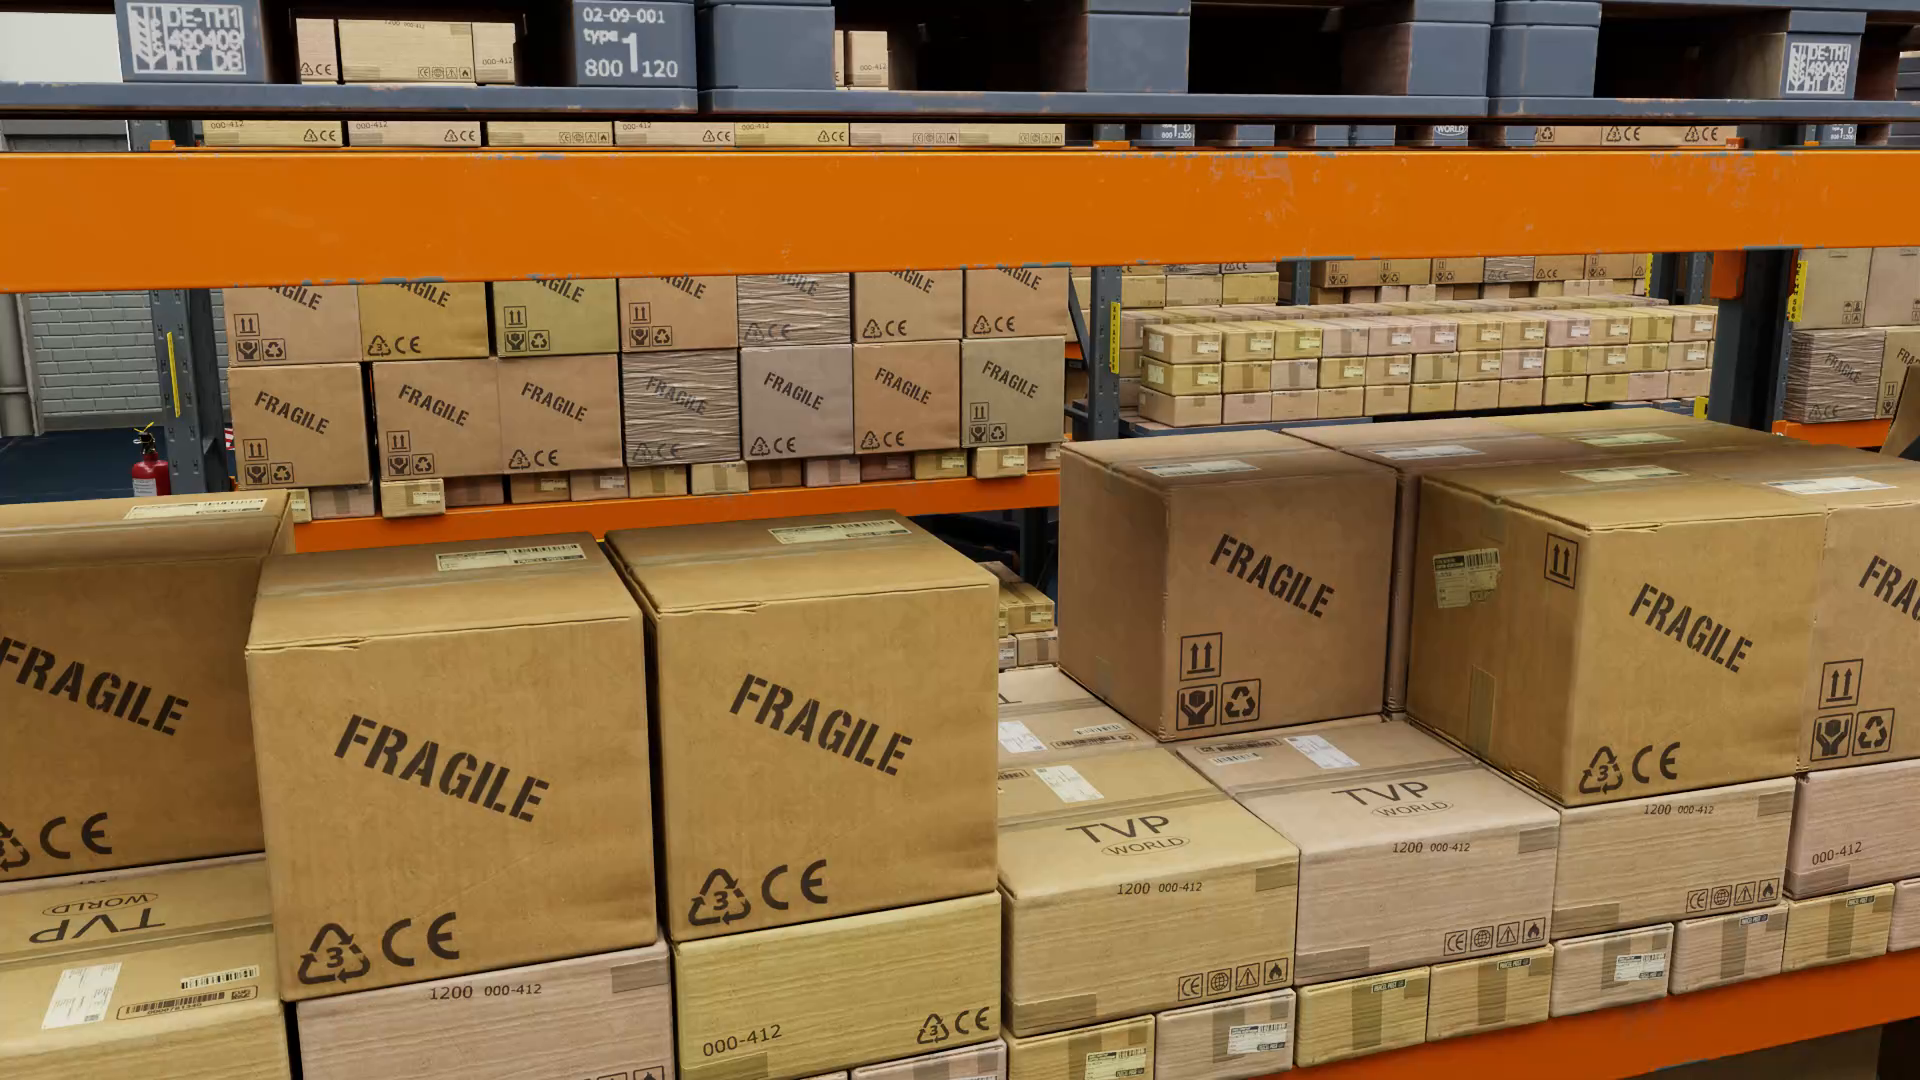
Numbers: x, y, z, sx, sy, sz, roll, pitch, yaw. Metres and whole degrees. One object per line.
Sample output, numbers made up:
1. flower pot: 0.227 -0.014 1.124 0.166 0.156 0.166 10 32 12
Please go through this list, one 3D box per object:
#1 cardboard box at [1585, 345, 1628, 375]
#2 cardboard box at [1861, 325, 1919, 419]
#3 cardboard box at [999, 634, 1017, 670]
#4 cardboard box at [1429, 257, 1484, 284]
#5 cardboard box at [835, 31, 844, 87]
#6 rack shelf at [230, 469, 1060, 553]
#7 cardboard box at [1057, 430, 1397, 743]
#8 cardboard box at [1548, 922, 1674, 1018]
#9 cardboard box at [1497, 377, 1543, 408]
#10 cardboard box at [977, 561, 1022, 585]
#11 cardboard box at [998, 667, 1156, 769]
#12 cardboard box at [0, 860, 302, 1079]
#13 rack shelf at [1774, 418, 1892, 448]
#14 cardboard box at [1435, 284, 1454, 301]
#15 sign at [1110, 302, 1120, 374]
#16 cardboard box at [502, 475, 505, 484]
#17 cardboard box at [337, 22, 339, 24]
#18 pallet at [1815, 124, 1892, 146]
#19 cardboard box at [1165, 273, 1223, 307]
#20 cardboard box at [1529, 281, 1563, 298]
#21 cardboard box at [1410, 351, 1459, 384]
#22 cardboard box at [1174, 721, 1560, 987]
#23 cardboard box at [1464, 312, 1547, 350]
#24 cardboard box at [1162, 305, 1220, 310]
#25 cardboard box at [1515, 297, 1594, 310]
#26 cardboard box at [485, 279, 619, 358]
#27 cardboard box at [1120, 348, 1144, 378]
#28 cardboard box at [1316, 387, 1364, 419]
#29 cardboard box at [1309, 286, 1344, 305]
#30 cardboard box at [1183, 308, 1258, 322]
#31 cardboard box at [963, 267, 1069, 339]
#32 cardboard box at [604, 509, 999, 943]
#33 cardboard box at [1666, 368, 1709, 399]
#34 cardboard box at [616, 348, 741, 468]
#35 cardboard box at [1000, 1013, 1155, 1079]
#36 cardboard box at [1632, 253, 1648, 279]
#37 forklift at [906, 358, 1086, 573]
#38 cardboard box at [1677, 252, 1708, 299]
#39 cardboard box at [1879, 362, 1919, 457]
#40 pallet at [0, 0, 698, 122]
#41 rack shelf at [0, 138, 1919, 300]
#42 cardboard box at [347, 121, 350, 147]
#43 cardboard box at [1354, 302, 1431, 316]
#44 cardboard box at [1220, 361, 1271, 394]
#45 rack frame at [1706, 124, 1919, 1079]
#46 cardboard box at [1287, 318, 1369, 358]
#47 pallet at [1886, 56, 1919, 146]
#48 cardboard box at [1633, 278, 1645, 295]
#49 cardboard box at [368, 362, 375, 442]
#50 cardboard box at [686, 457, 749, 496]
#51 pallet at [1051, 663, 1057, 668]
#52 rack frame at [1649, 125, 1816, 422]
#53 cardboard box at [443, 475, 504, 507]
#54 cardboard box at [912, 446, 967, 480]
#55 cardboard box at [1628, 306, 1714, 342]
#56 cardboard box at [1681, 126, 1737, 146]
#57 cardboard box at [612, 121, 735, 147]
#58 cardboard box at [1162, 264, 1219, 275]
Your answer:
1. cardboard box: 3.270 -0.967 8.721 0.250 0.149 0.380 -4 14 -18
2. cardboard box: 5.324 -0.996 9.633 0.500 0.500 0.500 -5 14 -19
3. cardboard box: 0.090 0.513 8.113 0.250 0.149 0.380 -5 14 -21
4. cardboard box: 4.150 -2.474 14.297 0.500 0.500 0.500 -4 14 -17
5. cardboard box: -0.806 -2.105 7.270 0.500 0.250 0.500 -4 14 -16
6. rack shelf: -1.356 -0.143 7.815 4.000 0.370 1.077 -4 14 -18
7. cardboard box: 0.530 0.072 3.419 0.500 0.500 0.500 -5 14 -20
8. cardboard box: 1.110 0.729 3.141 0.250 0.149 0.380 -4 14 -17
9. cardboard box: 2.793 -0.787 8.604 0.250 0.149 0.380 -4 14 -16
10. cardboard box: 0.147 0.233 8.649 0.250 0.149 0.380 -4 14 -16
11. cardboard box: 0.065 0.470 3.365 0.500 0.250 0.500 -4 14 -18
12. cardboard box: -1.224 0.702 2.389 0.500 0.250 0.500 -5 14 -20
13. rack shelf: 6.226 -0.733 10.297 4.000 0.370 1.077 -4 14 -18
14. cardboard box: 4.047 -2.153 14.348 0.250 0.149 0.380 -4 14 -15
15. sign: 0.720 -0.943 7.754 0.005 0.325 0.100 -4 14 -18
16. cardboard box: -2.058 -0.378 7.791 0.250 0.149 0.380 -5 14 -21
17. cardboard box: -2.772 -2.259 7.057 0.250 0.149 0.380 -4 14 -17
18. pallet: 4.924 -2.362 9.517 1.003 0.211 1.213 -4 14 -15
19. cardboard box: 1.794 -2.054 13.539 0.500 0.250 0.500 -5 14 -20
20. cardboard box: 5.076 -2.220 14.630 0.250 0.149 0.380 -4 14 -18
21. cardboard box: 2.302 -0.893 8.408 0.250 0.149 0.380 -5 14 -19
22. cardboard box: 0.718 0.550 3.030 0.500 0.250 0.500 -4 14 -17
23. cardboard box: 2.786 -1.075 8.531 0.250 0.149 0.380 -4 14 -15
24. cardboard box: 1.781 -1.805 13.574 0.500 0.250 0.500 -4 14 -17
25. cardboard box: 3.343 -1.278 9.382 0.250 0.149 0.380 -5 14 -18
26. cardboard box: -1.765 -1.072 7.147 0.500 0.500 0.500 -5 14 -19
27. cardboard box: 0.854 -0.940 8.604 0.250 0.149 0.380 -4 14 -16
28. cardboard box: 1.797 -0.708 8.273 0.250 0.149 0.380 -4 14 -18
29. cardboard box: 3.024 -2.079 14.036 0.250 0.149 0.380 -5 14 -21
30. cardboard box: 1.358 -1.123 8.731 0.250 0.149 0.380 -5 14 -20
31. cardboard box: 0.181 -1.226 7.795 0.500 0.500 0.500 -5 14 -20
32. cardboard box: -0.261 0.261 2.624 0.500 0.500 0.500 -5 14 -20
33. cardboard box: 3.774 -0.862 8.922 0.250 0.149 0.380 -4 14 -18
34. cardboard box: -1.289 -0.628 7.443 0.500 0.500 0.500 -5 14 -20
35. cardboard box: 0.134 0.805 2.820 0.250 0.149 0.380 -5 14 -19
36. cardboard box: 6.083 -2.622 14.918 0.500 0.500 0.500 -5 14 -19
37. forklift: 0.460 -1.326 11.384 3.031 2.935 1.130 12 18 42
38. cardboard box: 6.953 -2.474 15.201 0.500 0.500 0.500 -4 14 -18
39. cardboard box: 2.629 -0.131 3.826 0.637 0.503 0.797 -5 14 -20
40. pallet: -1.065 -0.723 2.409 1.213 0.211 1.003 -4 14 -18
41. rack shelf: 0.130 -0.507 2.863 4.000 0.370 1.077 -4 14 -18
42. cardboard box: -2.905 -1.823 7.166 0.500 0.250 0.500 -5 14 -19
43. cardboard box: 2.348 -1.200 9.057 0.250 0.149 0.380 -5 14 -19
44. cardboard box: 1.305 -0.815 8.079 0.250 0.149 0.380 -5 14 -19
45. rack frame: 2.026 0.455 3.748 0.127 3.000 1.000 -4 14 -18
46. cardboard box: 1.803 -0.998 8.207 0.250 0.149 0.380 -5 14 -19
47. pallet: 2.879 -0.990 3.753 1.217 0.209 0.805 -5 14 -20
48. cardboard box: 6.048 -2.292 14.934 0.250 0.149 0.380 -4 14 -17
49. cardboard box: -2.907 -0.628 7.442 0.500 0.500 0.500 -4 14 -17
50. cardboard box: -1.115 -0.314 7.525 0.250 0.149 0.380 -4 14 -17
51. pallet: -0.085 0.774 8.434 1.213 0.211 1.003 -4 14 -18
52. rack frame: 4.331 -0.935 9.593 0.127 3.000 1.000 -4 14 -18
53. cardboard box: -2.138 -0.260 7.297 0.250 0.149 0.380 -4 14 -15
54. cardboard box: -0.138 -0.396 7.869 0.250 0.149 0.380 -4 14 -16
55. cardboard box: 3.774 -1.152 8.854 0.250 0.149 0.380 -5 14 -19
56. cardboard box: 3.871 -2.345 8.823 0.500 0.500 0.500 -4 14 -18
57. cardboard box: -1.267 -1.823 7.166 0.500 0.250 0.500 -5 14 -18
58. cardboard box: 1.766 -2.414 13.431 0.500 0.500 0.500 -4 14 -17
